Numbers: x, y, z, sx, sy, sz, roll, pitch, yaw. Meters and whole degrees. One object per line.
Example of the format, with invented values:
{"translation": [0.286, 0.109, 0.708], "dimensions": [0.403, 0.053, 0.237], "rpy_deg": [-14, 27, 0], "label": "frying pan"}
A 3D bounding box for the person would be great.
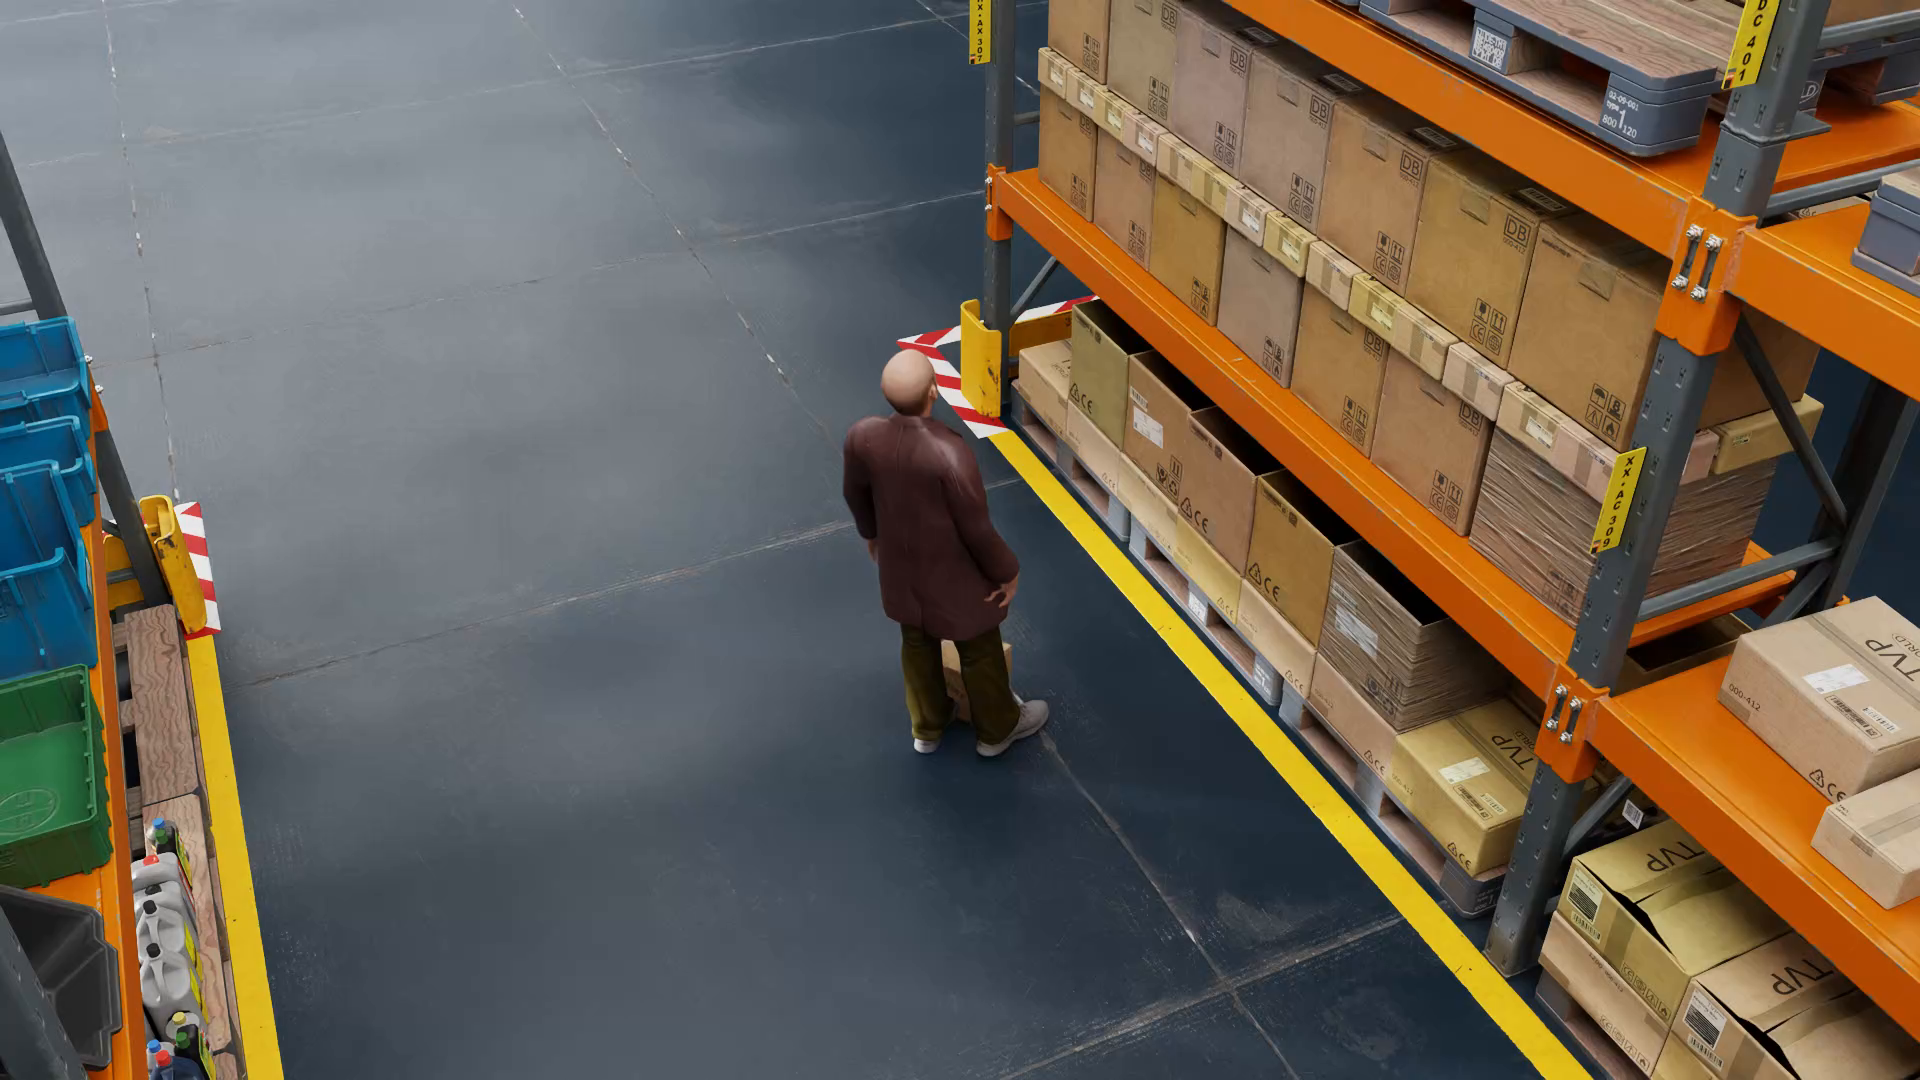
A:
{"translation": [-0.048, 0.033, 6.104], "dimensions": [0.693, 1.776, 0.582], "rpy_deg": [21, 42, 26], "label": "person"}
